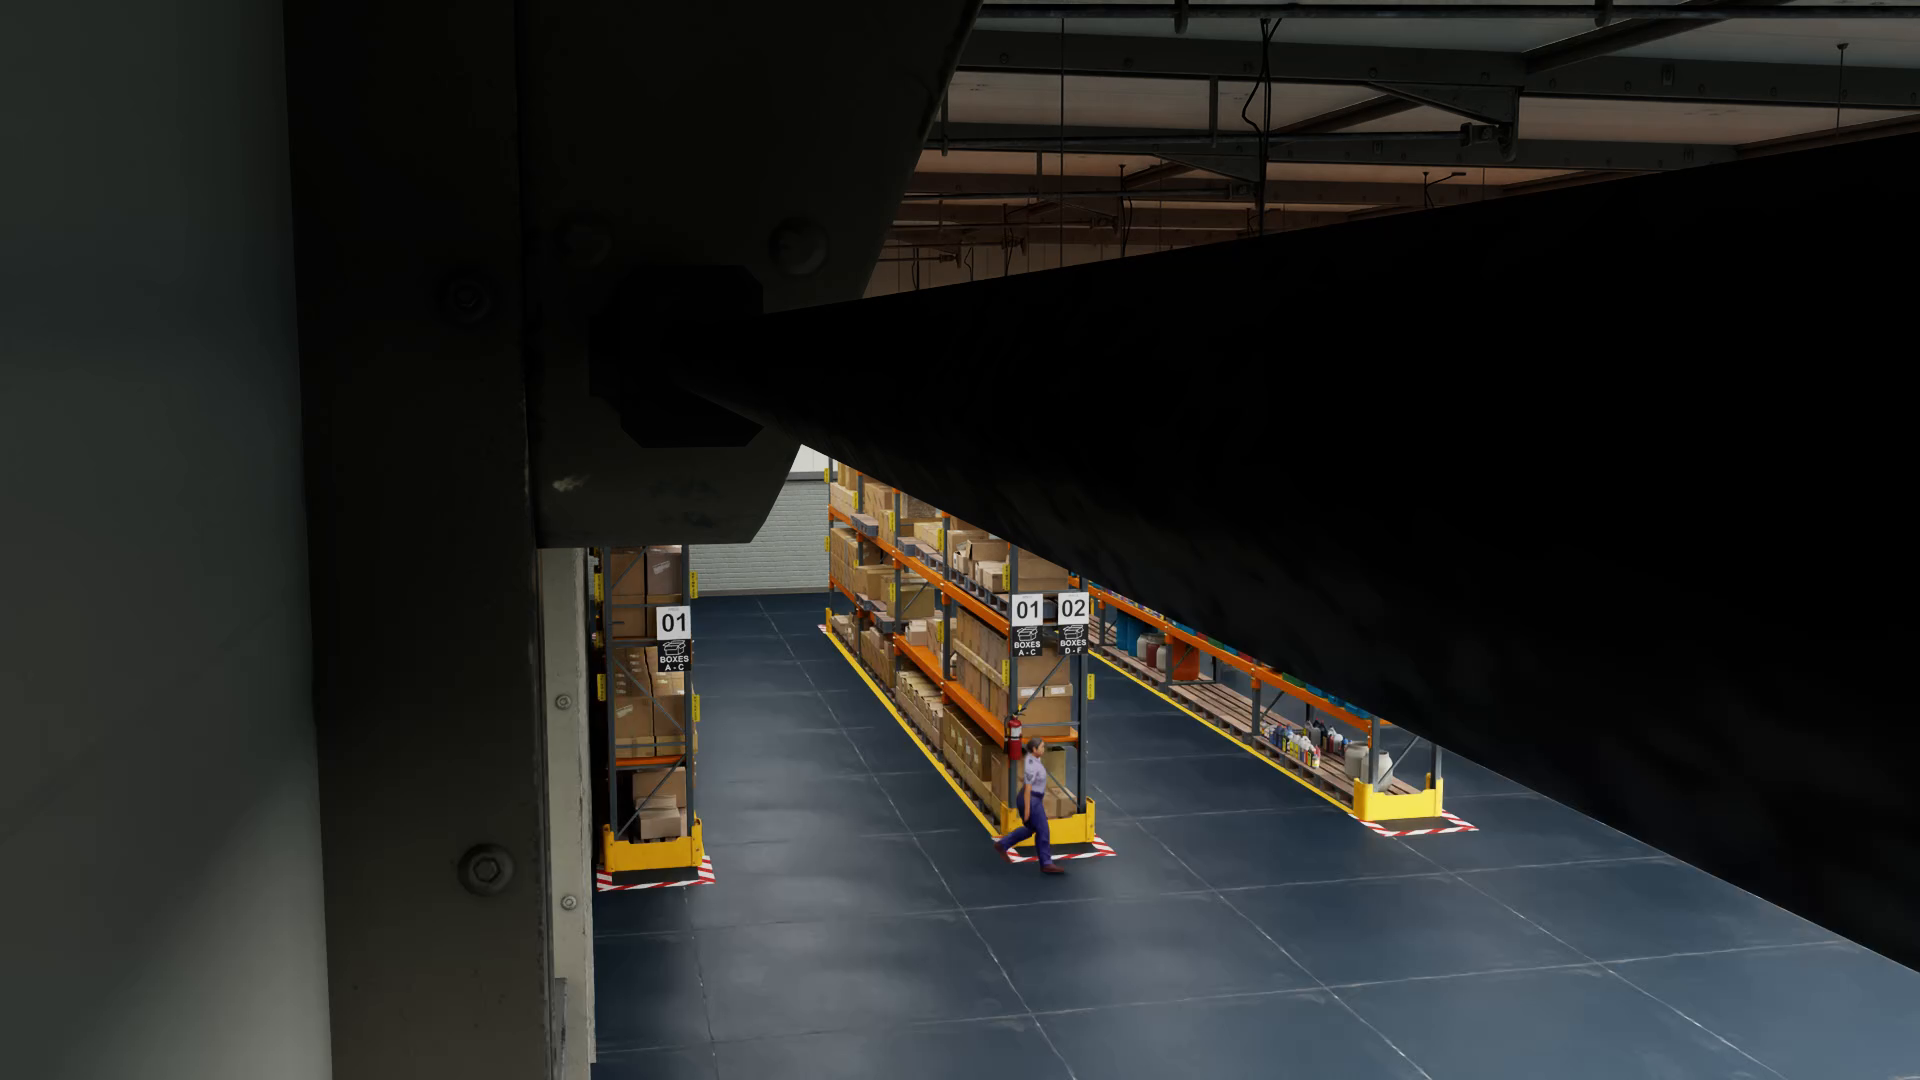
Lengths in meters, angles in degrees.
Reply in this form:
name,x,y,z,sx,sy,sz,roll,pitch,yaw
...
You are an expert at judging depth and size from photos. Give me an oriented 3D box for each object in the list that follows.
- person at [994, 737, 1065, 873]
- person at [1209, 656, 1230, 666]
name,x,y,z,sx,sy,sz,roll,pitch,yaw
person,0.833,3.153,19.993,0.860,1.614,0.508,0,7,2
person,5.076,1.595,32.551,0.617,1.775,0.575,-1,7,-12
